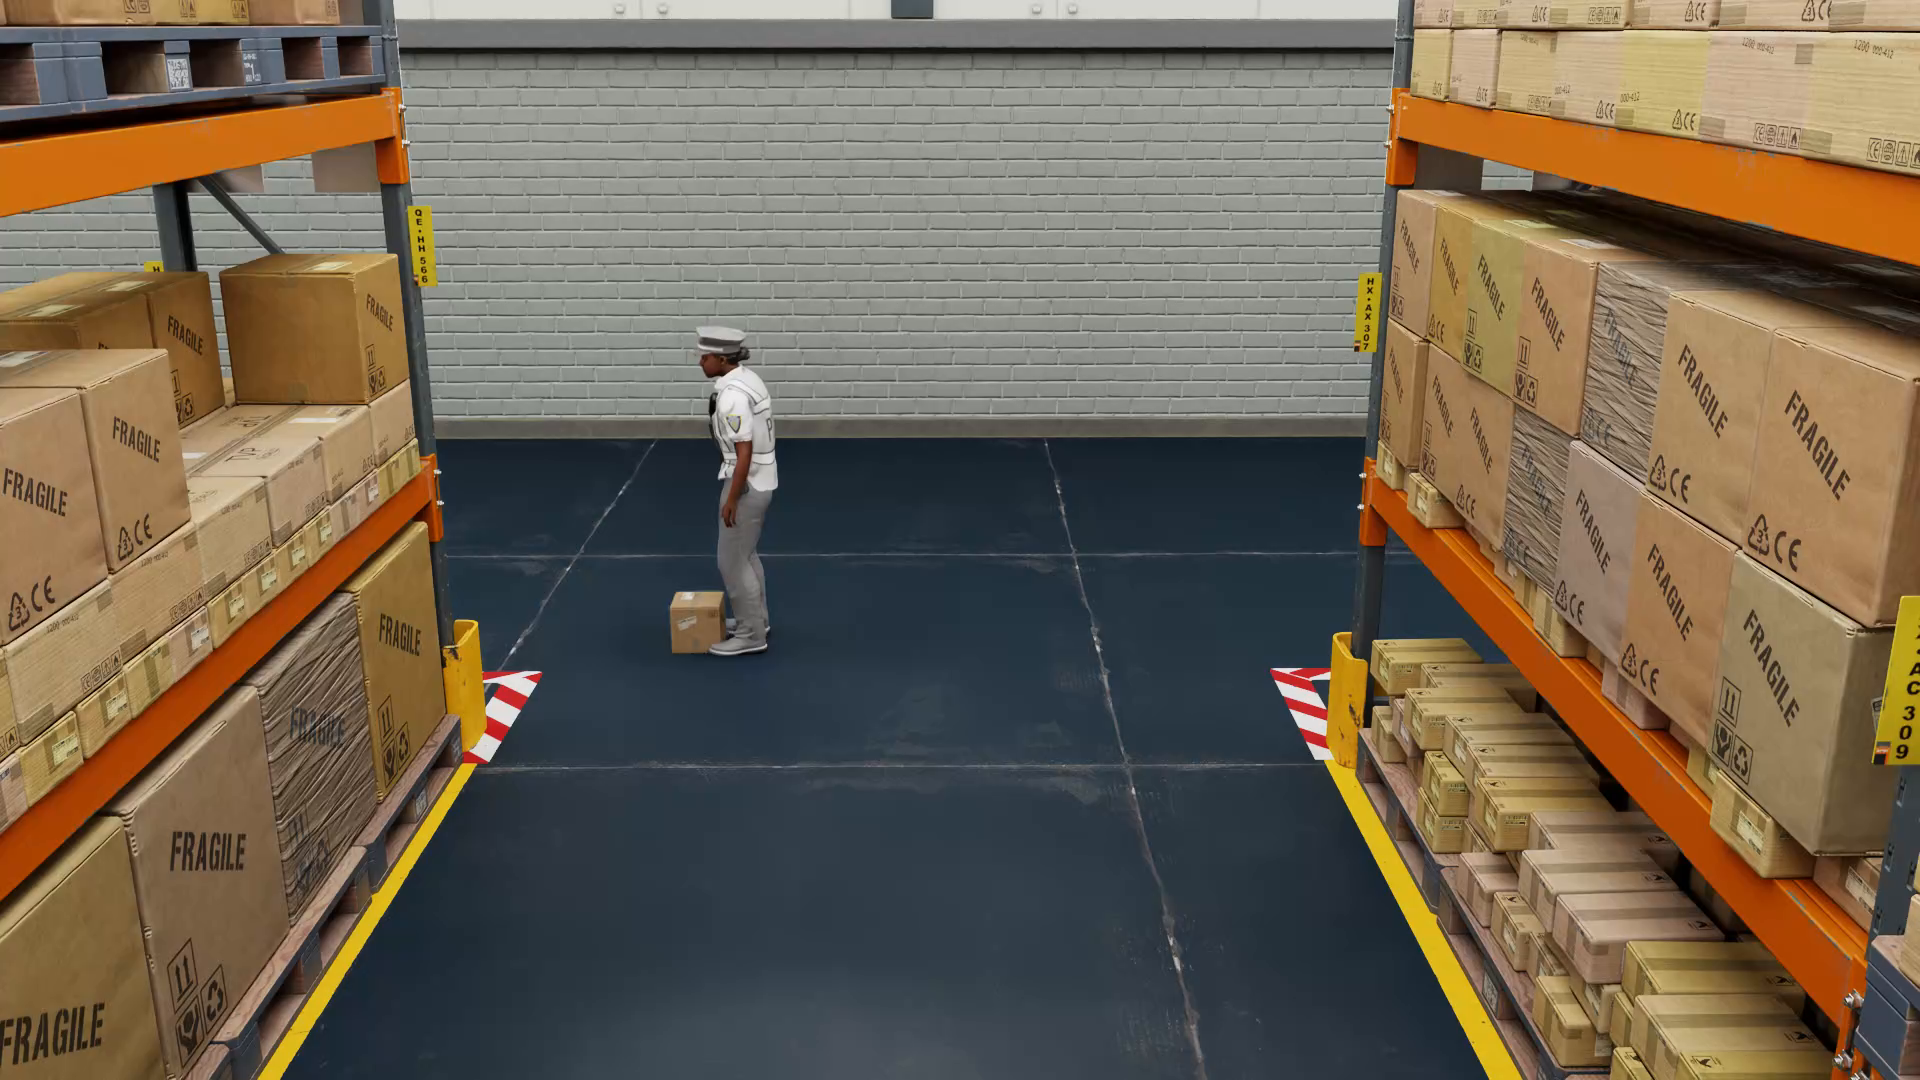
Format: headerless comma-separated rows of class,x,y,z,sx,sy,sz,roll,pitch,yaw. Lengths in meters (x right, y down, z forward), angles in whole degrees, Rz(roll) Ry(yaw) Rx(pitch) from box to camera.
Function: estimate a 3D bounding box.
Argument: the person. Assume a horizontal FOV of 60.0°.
person,-1.110,-0.255,8.370,0.390,1.658,0.507,-1,17,-3
